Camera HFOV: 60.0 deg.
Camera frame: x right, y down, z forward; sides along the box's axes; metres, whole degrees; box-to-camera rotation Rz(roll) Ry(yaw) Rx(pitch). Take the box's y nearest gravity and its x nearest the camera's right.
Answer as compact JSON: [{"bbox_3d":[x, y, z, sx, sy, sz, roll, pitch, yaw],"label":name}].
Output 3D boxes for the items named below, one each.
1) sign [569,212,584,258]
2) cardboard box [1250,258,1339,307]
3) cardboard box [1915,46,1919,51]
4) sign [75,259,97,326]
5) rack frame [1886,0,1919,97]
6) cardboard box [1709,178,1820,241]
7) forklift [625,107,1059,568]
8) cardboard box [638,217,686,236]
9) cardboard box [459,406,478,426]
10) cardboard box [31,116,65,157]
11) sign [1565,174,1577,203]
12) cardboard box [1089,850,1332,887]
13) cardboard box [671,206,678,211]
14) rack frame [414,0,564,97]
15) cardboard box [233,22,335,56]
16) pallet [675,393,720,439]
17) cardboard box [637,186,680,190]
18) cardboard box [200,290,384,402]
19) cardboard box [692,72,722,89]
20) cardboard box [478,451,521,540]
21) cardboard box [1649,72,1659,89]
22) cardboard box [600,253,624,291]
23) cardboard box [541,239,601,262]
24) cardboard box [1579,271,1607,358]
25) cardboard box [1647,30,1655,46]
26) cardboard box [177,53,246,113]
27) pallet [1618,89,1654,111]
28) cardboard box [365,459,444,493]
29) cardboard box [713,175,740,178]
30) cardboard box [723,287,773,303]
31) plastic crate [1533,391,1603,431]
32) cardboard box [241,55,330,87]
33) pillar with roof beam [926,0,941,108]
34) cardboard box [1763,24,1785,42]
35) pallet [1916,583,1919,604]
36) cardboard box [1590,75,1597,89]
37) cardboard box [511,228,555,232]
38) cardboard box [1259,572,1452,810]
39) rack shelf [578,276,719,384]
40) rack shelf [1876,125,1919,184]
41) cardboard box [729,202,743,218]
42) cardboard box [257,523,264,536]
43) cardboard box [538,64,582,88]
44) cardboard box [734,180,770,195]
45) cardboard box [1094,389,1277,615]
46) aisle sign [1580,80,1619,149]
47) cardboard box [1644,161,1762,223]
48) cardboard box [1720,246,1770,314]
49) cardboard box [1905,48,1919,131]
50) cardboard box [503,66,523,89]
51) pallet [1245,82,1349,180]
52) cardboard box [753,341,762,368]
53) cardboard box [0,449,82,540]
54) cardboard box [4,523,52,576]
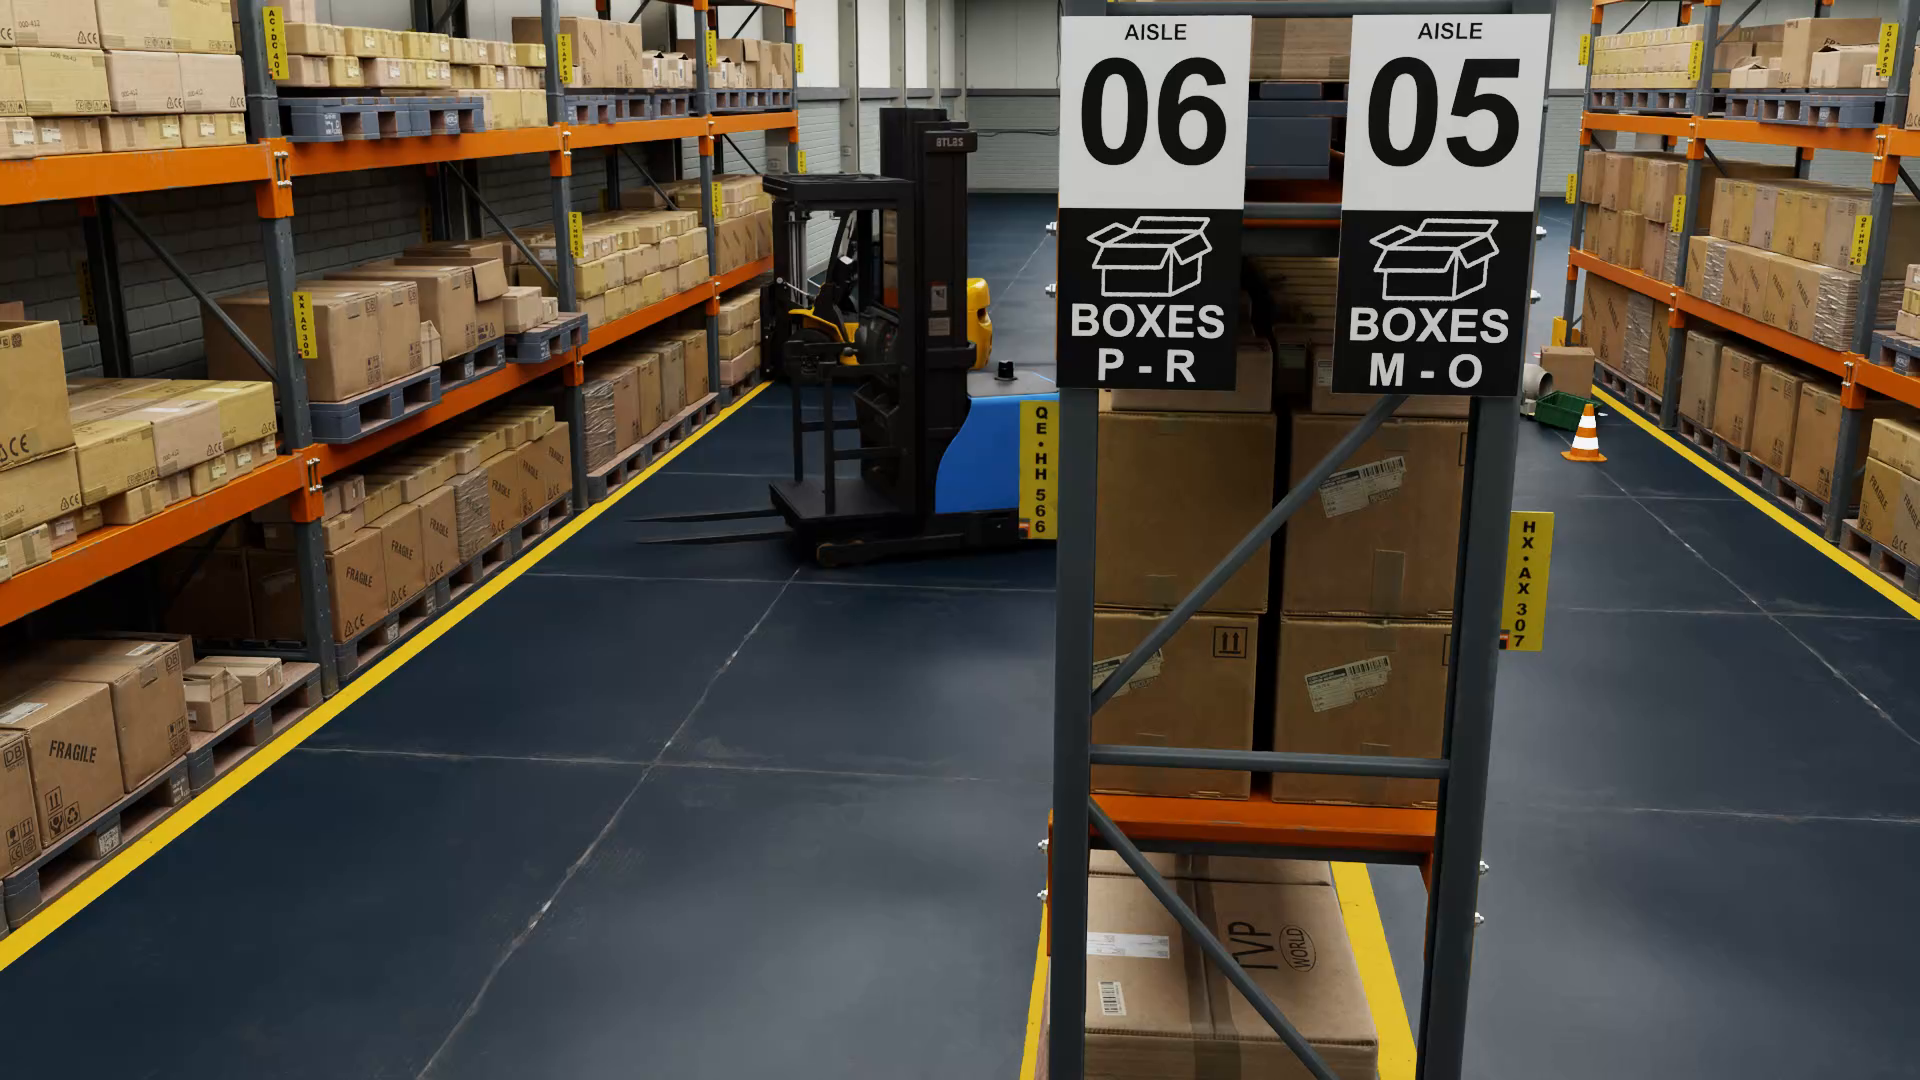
[{"bbox_3d":[-2.764,-2.194,11.964,0.100,0.325,0.005,2,15,6],"label":"sign"},{"bbox_3d":[1.251,-0.930,6.004,0.380,0.149,0.250,1,15,5],"label":"cardboard box"},{"bbox_3d":[6.858,-3.260,11.398,0.500,0.311,0.500,2,15,6],"label":"cardboard box"},{"bbox_3d":[-4.308,-1.224,8.224,0.100,0.325,0.005,2,15,6],"label":"sign"},{"bbox_3d":[6.558,-4.318,10.393,1.000,3.000,0.127,2,15,6],"label":"rack frame"},{"bbox_3d":[6.959,-2.862,14.392,0.700,0.500,0.500,1,15,5],"label":"cardboard box"},{"bbox_3d":[-0.746,-1.383,11.160,3.031,2.935,1.130,-5,16,-17],"label":"forklift"},{"bbox_3d":[-2.660,-2.789,14.797,0.380,0.149,0.250,1,15,5],"label":"cardboard box"},{"bbox_3d":[-3.673,-0.870,11.875,0.380,0.149,0.250,2,15,9],"label":"cardboard box"},{"bbox_3d":[-3.686,-1.544,6.361,0.380,0.149,0.250,2,15,7],"label":"cardboard box"},{"bbox_3d":[6.910,-3.971,18.792,0.100,0.325,0.005,2,15,6],"label":"sign"},{"bbox_3d":[0.795,1.155,5.747,0.875,0.438,0.875,2,15,8],"label":"cardboard box"},{"bbox_3d":[-3.040,-3.311,16.727,0.380,0.149,0.250,2,15,8],"label":"cardboard box"},{"bbox_3d":[-3.305,-4.583,11.372,1.000,3.000,0.127,2,15,6],"label":"rack frame"},{"bbox_3d":[-3.286,-2.436,8.092,0.380,0.149,0.250,2,15,8],"label":"cardboard box"},{"bbox_3d":[-2.898,-1.186,15.645,1.003,0.211,1.213,2,15,6],"label":"pallet"},{"bbox_3d":[-3.065,-3.521,16.933,0.380,0.149,0.250,1,15,5],"label":"cardboard box"},{"bbox_3d":[-3.479,-1.020,8.690,0.700,0.500,0.500,2,15,8],"label":"cardboard box"},{"bbox_3d":[-2.501,-4.410,15.962,0.380,0.149,0.250,2,15,7],"label":"cardboard box"},{"bbox_3d":[-3.262,-0.302,11.016,0.500,0.500,0.500,2,15,9],"label":"cardboard box"},{"bbox_3d":[6.847,-4.405,15.944,0.380,0.149,0.250,2,15,7],"label":"cardboard box"},{"bbox_3d":[-2.954,-2.094,12.988,0.500,0.250,0.500,2,15,8],"label":"cardboard box"},{"bbox_3d":[-2.947,-2.192,12.587,0.380,0.149,0.250,2,15,7],"label":"cardboard box"},{"bbox_3d":[7.449,-2.496,18.414,0.875,0.875,0.875,2,15,7],"label":"cardboard box"},{"bbox_3d":[6.877,-4.854,16.078,0.380,0.149,0.250,2,15,6],"label":"cardboard box"},{"bbox_3d":[-3.562,-2.036,7.417,0.500,0.250,0.500,2,15,6],"label":"cardboard box"},{"bbox_3d":[7.252,-4.392,16.583,1.003,0.211,1.213,2,15,6],"label":"pallet"},{"bbox_3d":[-3.366,-0.385,10.079,0.380,0.149,0.250,2,15,8],"label":"cardboard box"},{"bbox_3d":[-2.744,-4.119,19.145,0.380,0.149,0.250,2,15,8],"label":"cardboard box"},{"bbox_3d":[-2.307,-2.597,18.066,0.500,0.250,0.500,1,15,5],"label":"cardboard box"},{"bbox_3d":[5.727,-1.214,15.681,0.450,0.188,0.662,22,25,31],"label":"plastic crate"},{"bbox_3d":[-3.327,-2.293,8.135,0.380,0.149,0.250,2,15,7],"label":"cardboard box"},{"bbox_3d":[3.610,-12.602,41.027,9.100,9.000,0.400,2,15,6],"label":"pillar with roof beam"},{"bbox_3d":[7.388,-4.507,14.794,0.380,0.149,0.250,2,15,7],"label":"cardboard box"},{"bbox_3d":[6.328,0.442,9.623,1.003,0.211,1.213,2,15,6],"label":"pallet"},{"bbox_3d":[7.103,-4.995,18.128,0.380,0.149,0.250,2,15,7],"label":"cardboard box"},{"bbox_3d":[-3.450,-2.474,13.630,0.380,0.149,0.250,1,15,5],"label":"cardboard box"},{"bbox_3d":[1.065,0.369,4.361,0.500,0.500,0.500,2,15,6],"label":"cardboard box"},{"bbox_3d":[-3.079,-1.859,14.167,1.077,0.370,4.000,2,15,6],"label":"rack shelf"},{"bbox_3d":[6.332,-2.004,8.960,1.077,0.370,4.000,2,15,6],"label":"rack shelf"},{"bbox_3d":[-2.425,-3.358,16.901,0.380,0.149,0.250,2,15,7],"label":"cardboard box"},{"bbox_3d":[-3.977,-0.131,9.143,0.380,0.149,0.250,2,15,6],"label":"cardboard box"},{"bbox_3d":[-2.964,-3.355,12.028,0.380,0.166,0.250,2,15,6],"label":"cardboard box"},{"bbox_3d":[-2.277,-3.834,18.090,0.380,0.149,0.250,2,15,7],"label":"cardboard box"},{"bbox_3d":[0.543,-0.130,4.289,0.500,0.500,0.500,2,15,8],"label":"cardboard box"},{"bbox_3d":[7.170,-4.779,18.610,0.394,0.787,0.004,2,15,6],"label":"aisle sign"},{"bbox_3d":[7.031,-3.294,15.742,0.875,0.550,0.550,2,15,6],"label":"cardboard box"},{"bbox_3d":[6.567,-2.119,13.560,0.500,0.500,0.500,2,15,6],"label":"cardboard box"},{"bbox_3d":[6.229,-2.778,10.252,0.500,0.500,0.500,2,15,6],"label":"cardboard box"},{"bbox_3d":[-3.154,-3.090,11.118,0.380,0.149,0.250,1,15,5],"label":"cardboard box"},{"bbox_3d":[0.798,-1.065,4.277,1.003,0.211,1.213,2,15,6],"label":"pallet"},{"bbox_3d":[-2.385,-1.982,17.707,0.500,0.250,0.500,2,15,7],"label":"cardboard box"},{"bbox_3d":[-3.741,-0.189,6.331,0.500,0.250,0.500,1,15,5],"label":"cardboard box"},{"bbox_3d":[-3.693,0.030,6.285,0.380,0.149,0.250,2,15,8],"label":"cardboard box"}]
